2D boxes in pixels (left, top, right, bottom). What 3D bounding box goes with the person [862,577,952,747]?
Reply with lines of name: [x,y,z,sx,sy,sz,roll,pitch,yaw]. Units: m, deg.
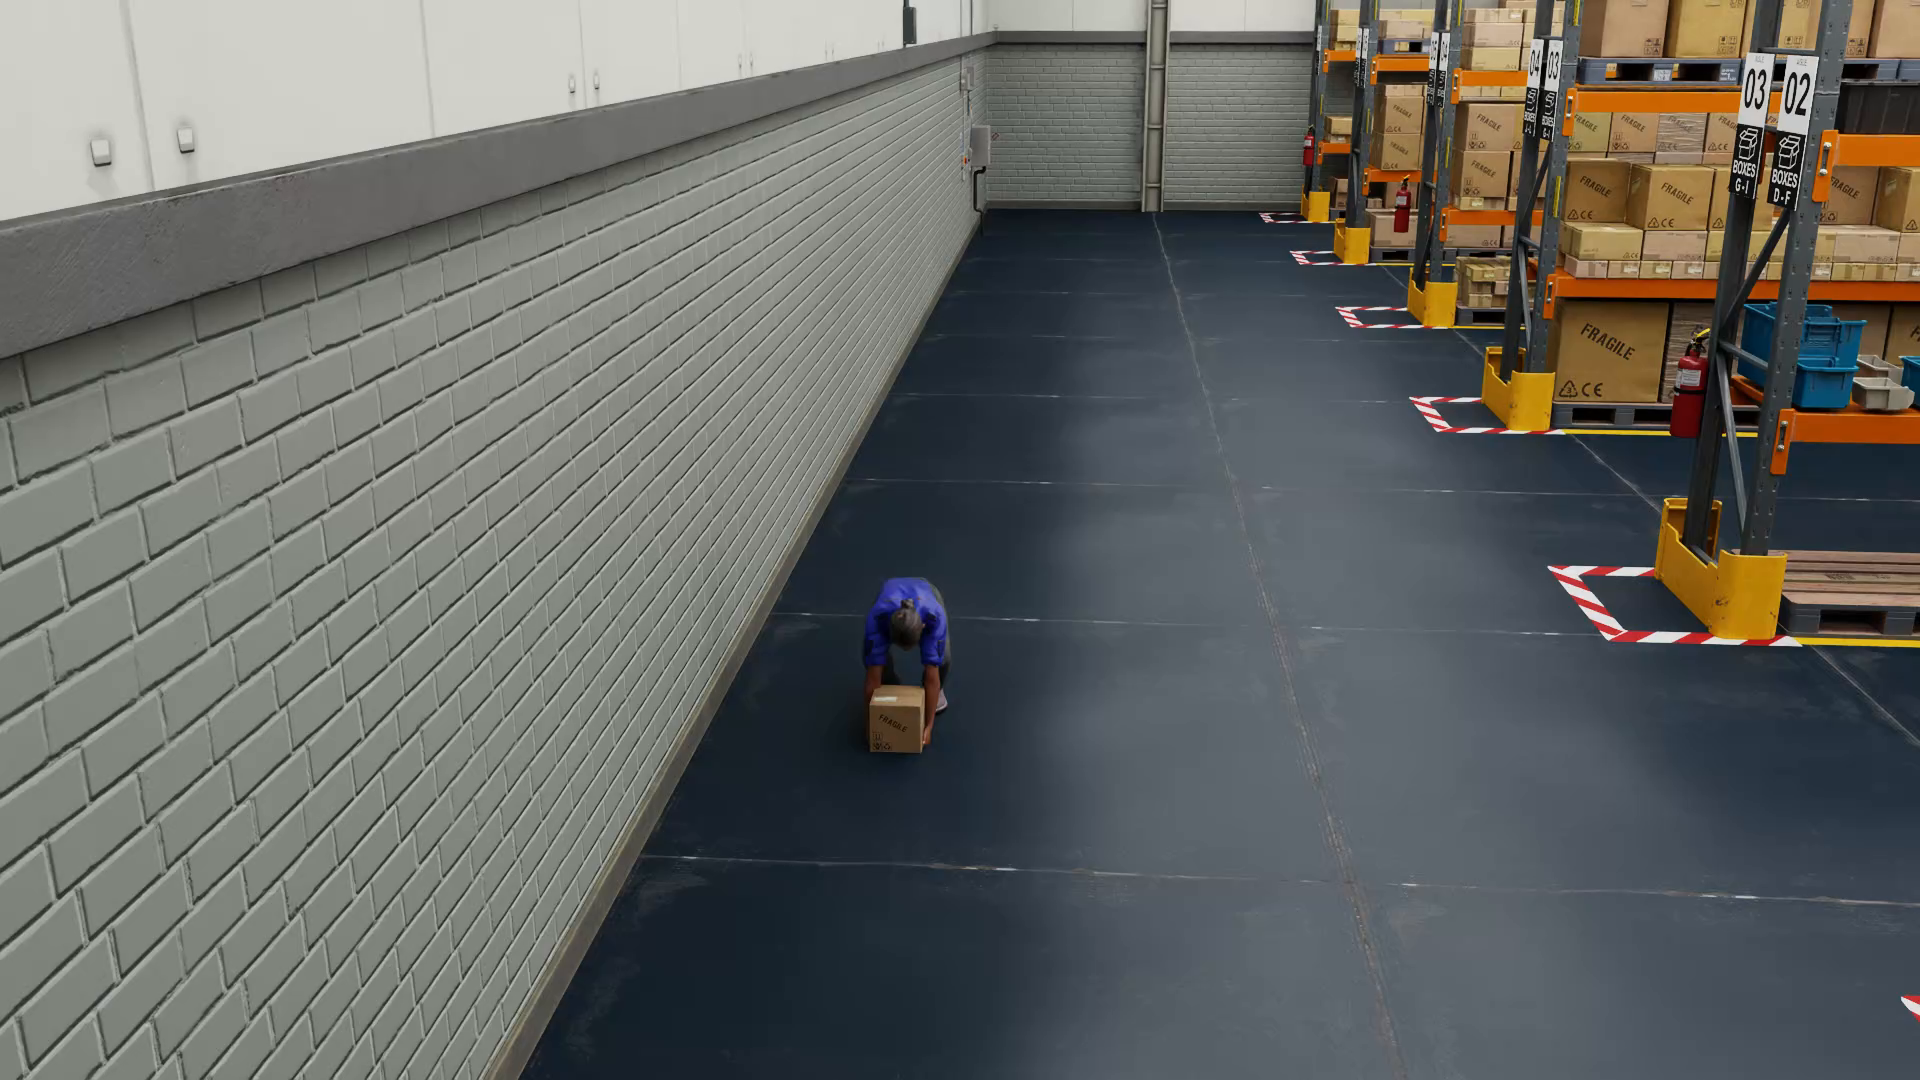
person: [-0.265,0.557,8.369,0.451,0.743,0.864,1,18,3]
